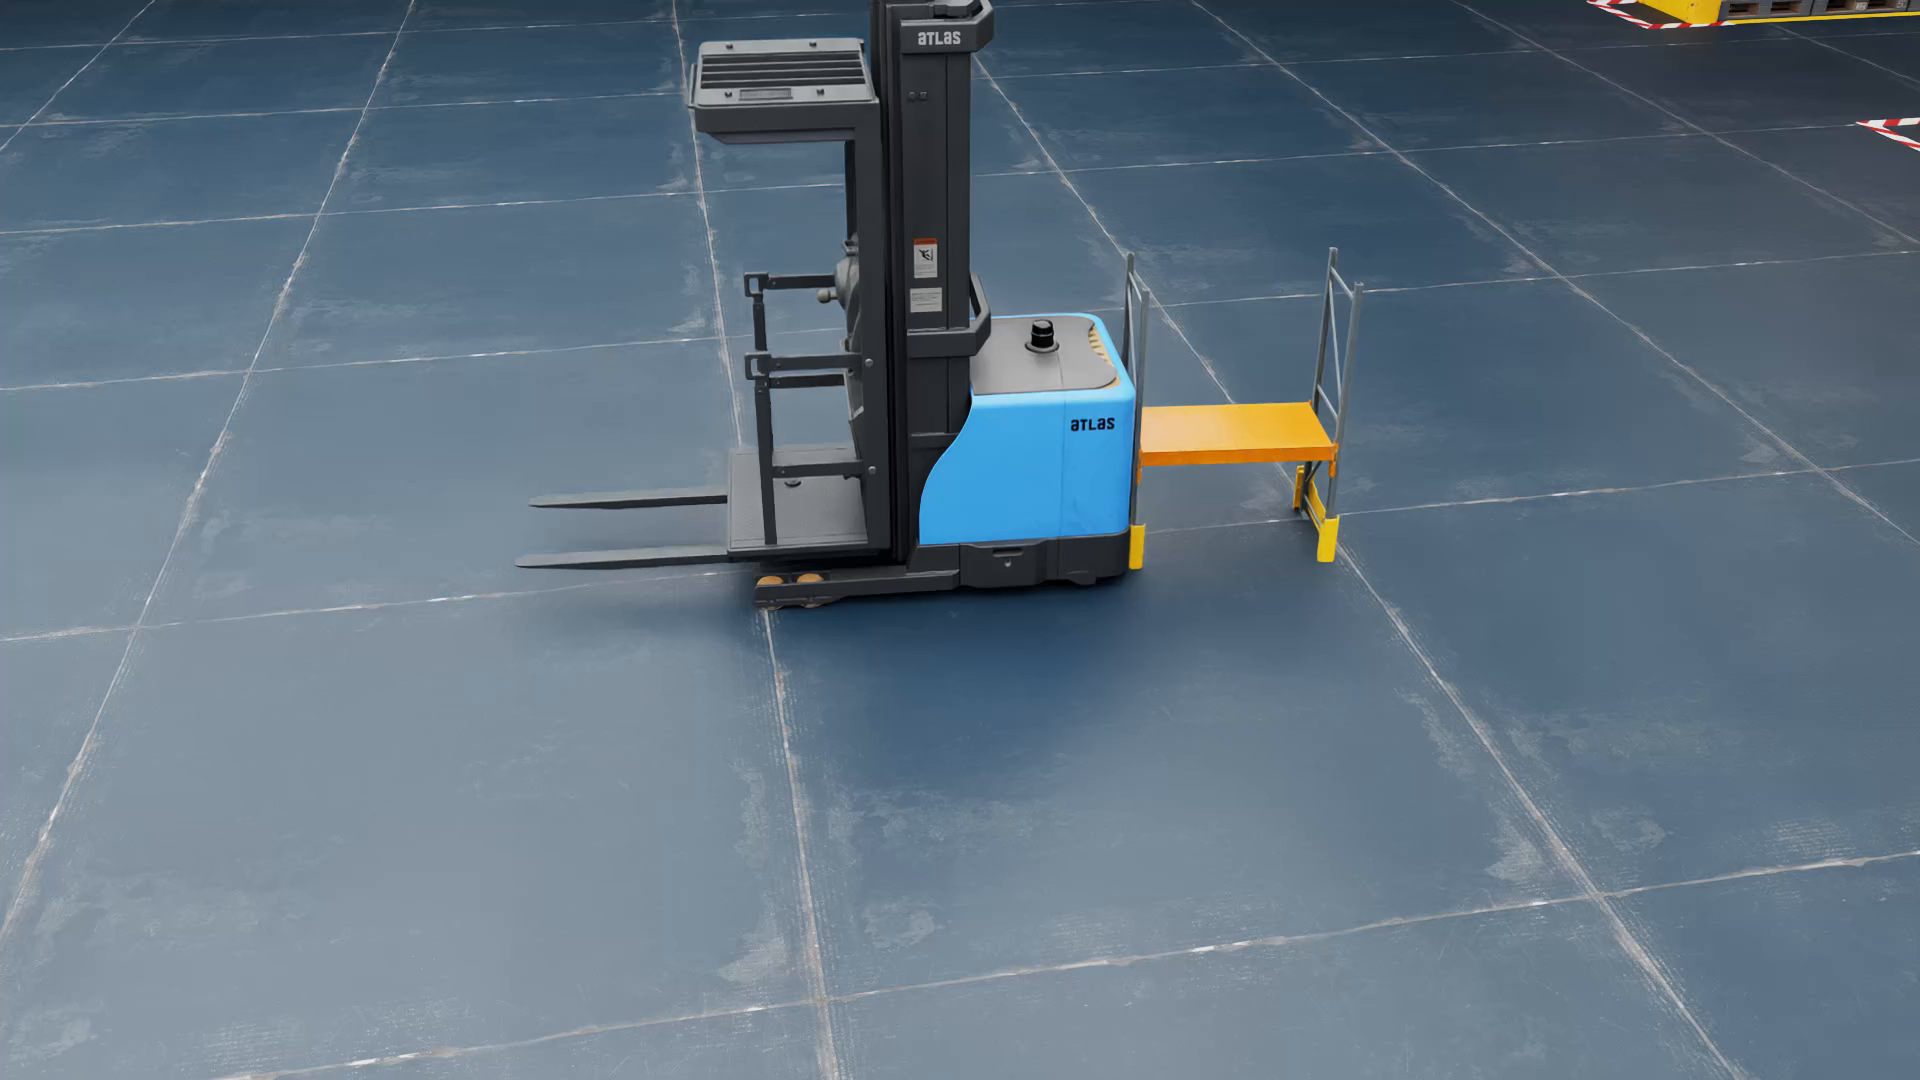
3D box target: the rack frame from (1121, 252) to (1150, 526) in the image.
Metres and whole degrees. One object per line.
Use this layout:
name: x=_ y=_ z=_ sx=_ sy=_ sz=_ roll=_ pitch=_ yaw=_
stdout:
rack frame: x=0.855 y=-0.646 z=8.369 sx=0.032 sy=1.500 sz=0.500 roll=-2 pitch=31 yaw=-3

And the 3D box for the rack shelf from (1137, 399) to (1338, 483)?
rack shelf: x=1.363 y=-0.508 z=8.490 sx=1.000 sy=0.185 sz=0.538 roll=-2 pitch=31 yaw=-3

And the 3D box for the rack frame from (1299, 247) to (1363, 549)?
rack frame: x=1.870 y=-0.681 z=8.428 sx=0.032 sy=1.500 sz=0.500 roll=-2 pitch=31 yaw=-3

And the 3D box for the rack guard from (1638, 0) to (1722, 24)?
rack guard: x=8.204 y=-6.264 z=18.910 sx=0.348 sy=0.500 sz=1.175 roll=-5 pitch=31 yaw=-9

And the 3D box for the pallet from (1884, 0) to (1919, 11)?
pallet: x=11.372 y=-6.456 z=19.521 sx=1.213 sy=0.211 sz=1.003 roll=-5 pitch=31 yaw=-9

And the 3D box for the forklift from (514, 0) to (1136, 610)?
forklift: x=-0.704 y=-1.202 z=7.903 sx=3.031 sy=2.935 sz=1.130 roll=-3 pitch=31 yaw=-6

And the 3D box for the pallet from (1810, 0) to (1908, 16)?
pallet: x=10.169 y=-6.343 z=19.328 sx=1.213 sy=0.211 sz=1.003 roll=-5 pitch=31 yaw=-9

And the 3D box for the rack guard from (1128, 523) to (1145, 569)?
rack guard: x=0.875 y=-0.108 z=8.687 sx=0.087 sy=0.250 sz=0.587 roll=-2 pitch=31 yaw=-3

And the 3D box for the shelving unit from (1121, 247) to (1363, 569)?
shelving unit: x=1.372 y=-0.664 z=8.399 sx=1.083 sy=1.500 sz=0.587 roll=-2 pitch=31 yaw=-3

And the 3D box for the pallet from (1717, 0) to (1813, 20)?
pallet: x=8.972 y=-6.233 z=19.142 sx=1.213 sy=0.211 sz=1.003 roll=-5 pitch=31 yaw=-9

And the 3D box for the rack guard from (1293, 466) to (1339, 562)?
rack guard: x=1.869 y=-0.142 z=8.745 sx=0.087 sy=0.250 sz=0.587 roll=-2 pitch=31 yaw=-3
